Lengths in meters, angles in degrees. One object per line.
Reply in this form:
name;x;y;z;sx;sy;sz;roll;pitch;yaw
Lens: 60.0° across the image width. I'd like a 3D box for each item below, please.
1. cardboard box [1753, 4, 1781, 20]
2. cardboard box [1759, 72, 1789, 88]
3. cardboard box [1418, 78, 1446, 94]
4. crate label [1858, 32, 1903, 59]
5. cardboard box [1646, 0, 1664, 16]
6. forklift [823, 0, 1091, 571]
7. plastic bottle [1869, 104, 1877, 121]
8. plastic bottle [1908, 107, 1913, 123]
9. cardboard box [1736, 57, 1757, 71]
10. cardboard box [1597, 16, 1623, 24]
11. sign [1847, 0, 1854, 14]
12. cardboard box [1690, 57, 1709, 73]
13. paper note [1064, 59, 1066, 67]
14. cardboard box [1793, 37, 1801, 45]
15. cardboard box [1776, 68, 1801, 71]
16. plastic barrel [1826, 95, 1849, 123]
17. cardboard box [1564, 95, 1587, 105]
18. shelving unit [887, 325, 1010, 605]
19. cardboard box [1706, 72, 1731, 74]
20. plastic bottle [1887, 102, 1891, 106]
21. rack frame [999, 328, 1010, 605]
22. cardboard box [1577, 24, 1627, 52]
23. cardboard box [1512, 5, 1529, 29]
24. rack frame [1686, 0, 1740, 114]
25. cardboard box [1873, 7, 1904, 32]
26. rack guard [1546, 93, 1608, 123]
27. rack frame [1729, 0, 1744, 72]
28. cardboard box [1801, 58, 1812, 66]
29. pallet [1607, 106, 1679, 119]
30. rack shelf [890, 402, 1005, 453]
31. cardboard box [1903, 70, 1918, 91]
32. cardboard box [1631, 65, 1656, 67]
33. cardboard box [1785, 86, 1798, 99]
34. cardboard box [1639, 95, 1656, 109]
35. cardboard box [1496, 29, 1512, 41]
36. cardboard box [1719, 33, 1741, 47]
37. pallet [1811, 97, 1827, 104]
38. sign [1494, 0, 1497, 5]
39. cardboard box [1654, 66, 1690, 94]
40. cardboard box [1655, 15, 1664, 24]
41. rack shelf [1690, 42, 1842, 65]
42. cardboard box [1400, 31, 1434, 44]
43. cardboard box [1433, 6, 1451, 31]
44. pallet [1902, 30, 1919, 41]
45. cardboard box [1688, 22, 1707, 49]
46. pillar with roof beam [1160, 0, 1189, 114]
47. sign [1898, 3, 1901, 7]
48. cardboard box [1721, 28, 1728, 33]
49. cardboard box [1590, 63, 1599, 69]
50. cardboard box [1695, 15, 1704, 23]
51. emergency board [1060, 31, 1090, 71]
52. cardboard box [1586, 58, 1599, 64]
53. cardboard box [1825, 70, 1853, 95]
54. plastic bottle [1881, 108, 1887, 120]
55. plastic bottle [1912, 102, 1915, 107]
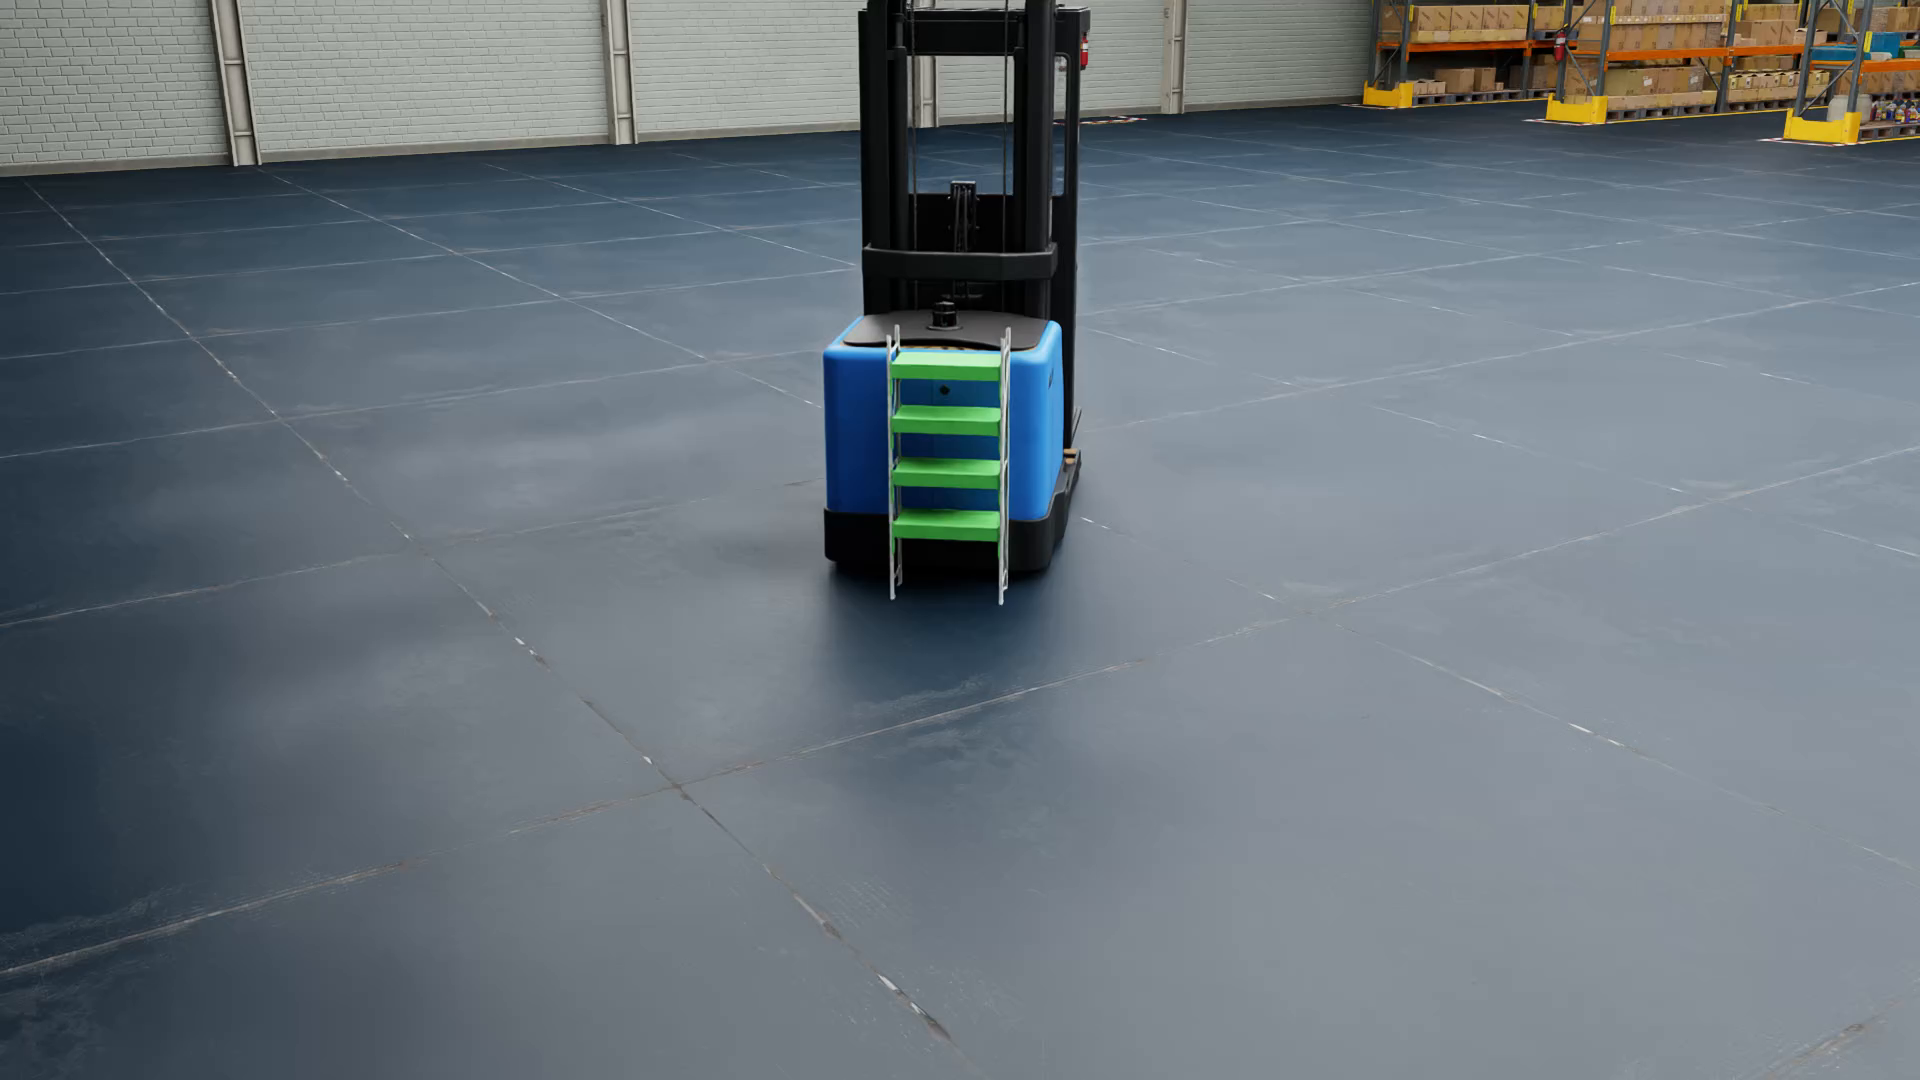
cardboard box;20.363;-13.380;42.669;0.700;0.700;0.980;-13;22;-33
cardboard box;17.100;-9.725;35.090;0.500;0.311;0.500;-11;22;-30
cardboard box;10.370;-10.039;36.766;0.500;0.311;0.500;-10;21;-27
crate label;16.103;-8.669;29.149;0.616;0.435;0.502;-12;22;-31
cardboard box;13.292;-10.515;32.481;0.500;0.500;0.700;-12;22;-31
forklift;0.081;-1.678;8.630;1.130;2.935;3.031;3;19;7
plastic bottle;16.292;-7.627;29.675;0.133;0.283;0.061;-12;22;-31
plastic bottle;16.687;-7.468;29.224;0.097;0.271;0.097;0;19;0
cardboard box;19.969;-12.138;42.713;0.500;0.500;0.700;-12;22;-31
cardboard box;12.440;-9.948;31.816;0.250;0.149;0.380;-12;22;-32
sign;18.983;-11.391;35.448;0.005;0.325;0.100;-12;22;-31
cardboard box;18.076;-11.893;41.442;0.750;0.750;0.750;-11;22;-30
paper note;2.093;-9.348;32.589;0.142;0.148;0.016;-12;22;-31
cardboard box;17.641;-10.632;35.402;0.250;0.149;0.380;-10;21;-27
cardboard box;18.076;-10.139;36.313;0.500;0.311;0.500;-11;22;-30
plastic barrel;15.222;-7.413;28.716;0.421;0.512;0.421;0;19;0
cardboard box;12.279;-8.651;32.789;0.500;0.250;0.500;-12;22;-31
shelving unit;-0.047;-0.327;7.338;0.503;1.200;0.258;2;19;7
cardboard box;15.946;-9.689;34.984;0.500;0.311;0.500;-11;22;-30
plastic bottle;16.835;-7.800;30.186;0.133;0.283;0.061;-11;21;-29
rack frame;0.195;-0.317;7.308;0.015;1.200;0.240;2;19;7
cardboard box;12.391;-9.708;32.119;0.500;0.500;0.700;-12;22;-31
cardboard box;12.382;-11.738;37.313;0.500;0.500;0.500;-12;22;-32
rack frame;15.334;-10.286;33.986;0.127;3.000;1.000;-12;22;-31
cardboard box;20.574;-11.614;37.102;0.700;0.500;0.500;16;24;39
rack guard;11.974;-8.393;32.290;0.348;0.500;1.175;-12;22;-31
rack frame;19.288;-13.019;42.072;0.127;3.000;1.000;-12;22;-31
cardboard box;22.099;-12.589;44.045;0.500;0.500;0.700;-12;22;-31
pallet;13.627;-8.620;33.412;1.213;0.211;1.003;-12;22;-31
rack shelf;-0.047;-0.494;7.282;0.480;0.148;0.258;2;19;7
cardboard box;21.344;-10.471;37.750;0.500;0.500;0.500;-12;22;-31
cardboard box;13.940;-9.363;33.724;0.500;0.500;0.500;-12;22;-31
cardboard box;17.520;-9.549;35.445;0.500;0.250;0.500;-11;22;-30
cardboard box;13.397;-8.690;32.902;0.500;0.250;0.500;-12;22;-31
cardboard box;11.957;-11.299;37.185;0.500;0.250;0.500;-12;22;-31
cardboard box;15.721;-10.313;34.301;0.500;0.250;0.500;-10;21;-28
pallet;19.319;-9.791;36.876;1.213;0.211;1.003;-12;22;-31
sign;12.298;-12.307;38.156;0.005;0.325;0.100;-12;22;-31
cardboard box;14.228;-9.223;33.310;0.500;0.500;0.500;-12;22;-31
cardboard box;13.514;-10.175;32.489;0.250;0.149;0.380;-12;22;-32
rack shelf;17.005;-10.297;35.144;4.000;0.370;1.077;-12;22;-31
cardboard box;9.848;-10.845;35.844;0.500;0.250;0.500;-13;22;-33
cardboard box;10.248;-11.287;35.981;0.500;0.500;0.500;-12;22;-31
pallet;21.288;-11.493;37.855;1.213;0.211;1.003;-12;22;-31
cardboard box;14.530;-10.159;33.454;0.500;0.500;0.700;-12;22;-32
pillar with roof beam;6.732;-11.894;29.376;0.400;9.000;9.100;-12;22;-31
sign;21.711;-12.249;38.441;0.005;0.325;0.100;-12;22;-31
cardboard box;18.964;-12.724;41.559;0.250;0.149;0.380;-11;22;-30
cardboard box;14.881;-11.139;39.725;0.500;0.500;0.700;-12;22;-31
cardboard box;14.581;-10.399;33.152;0.250;0.149;0.380;-12;22;-32
emergency board;2.279;-9.778;32.485;0.643;1.169;0.194;-12;22;-31
cardboard box;14.864;-11.470;39.534;0.500;0.250;0.500;-11;22;-30
cardboard box;19.212;-10.018;36.411;0.500;0.500;0.500;-11;22;-29
plastic bottle;16.588;-7.646;29.861;0.097;0.201;0.097;0;19;0
plastic bottle;17.352;-7.850;30.337;0.133;0.283;0.061;-12;22;-31
